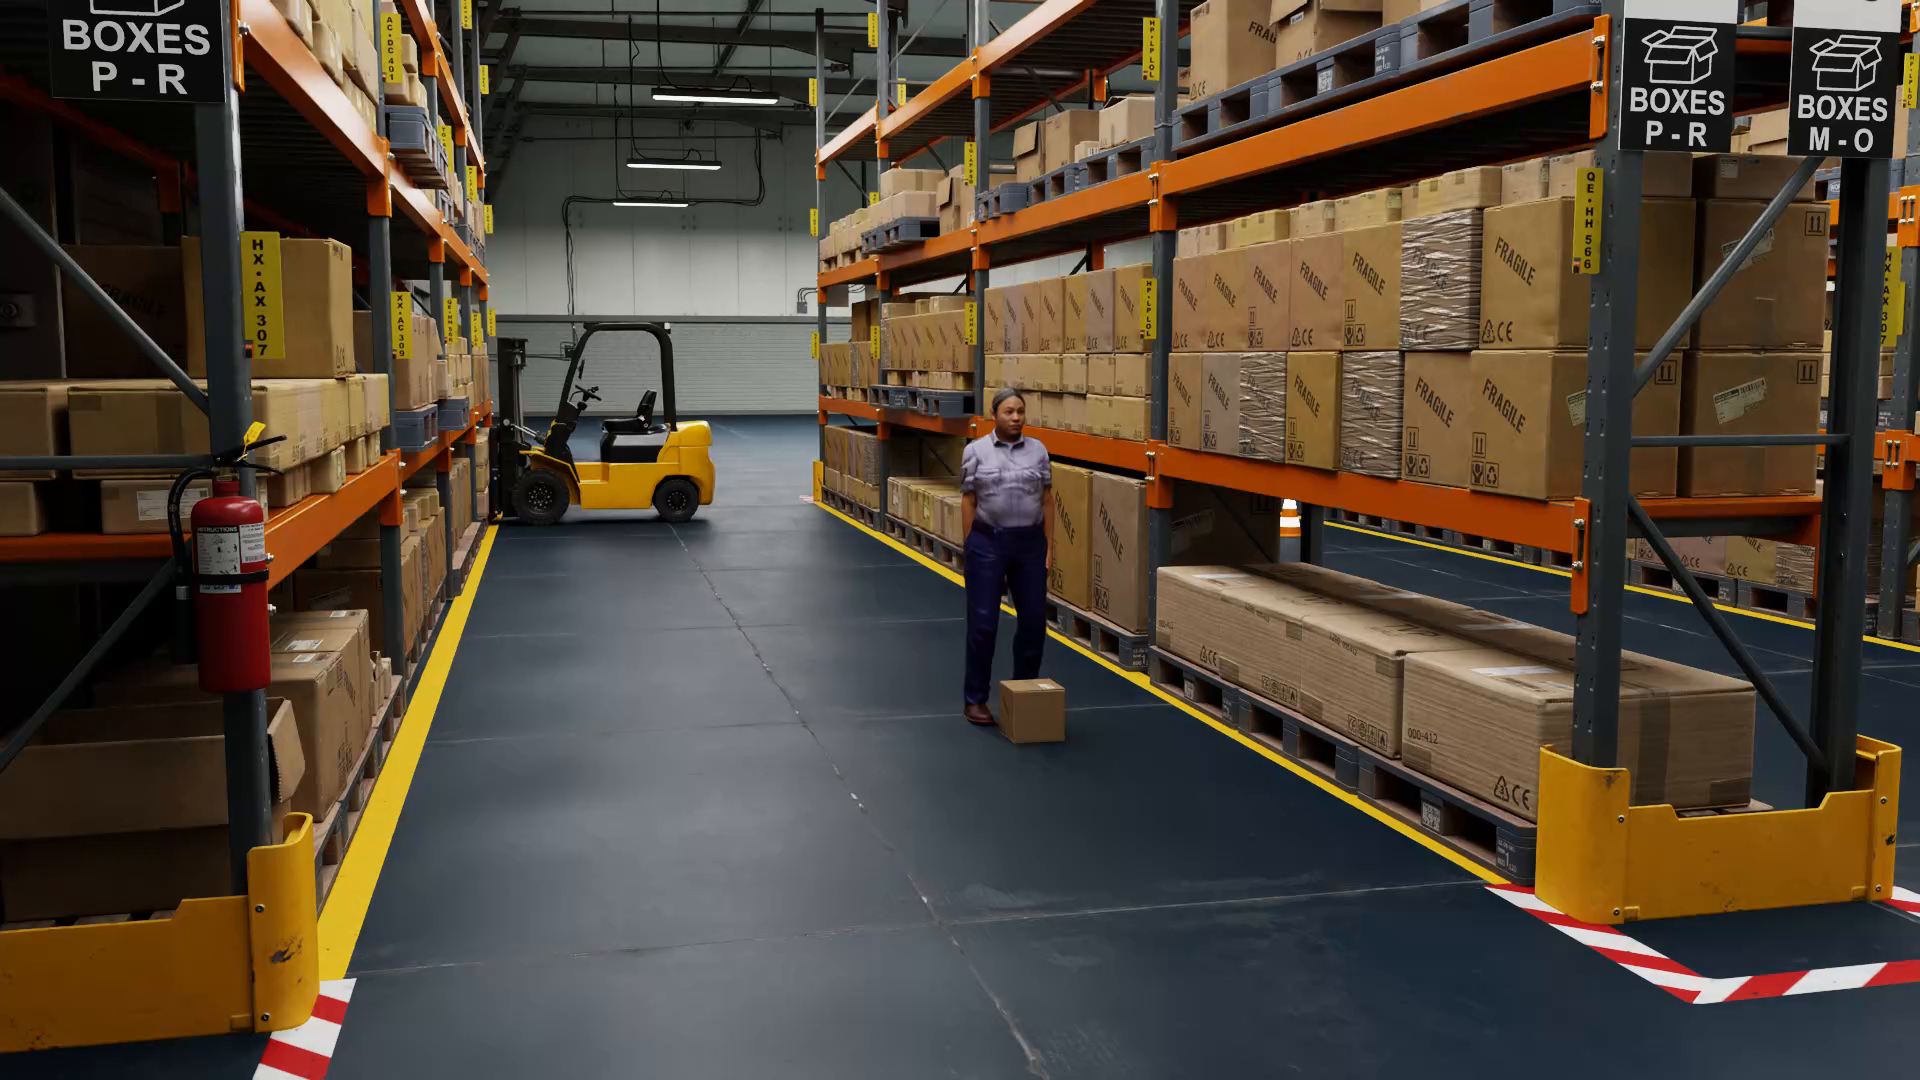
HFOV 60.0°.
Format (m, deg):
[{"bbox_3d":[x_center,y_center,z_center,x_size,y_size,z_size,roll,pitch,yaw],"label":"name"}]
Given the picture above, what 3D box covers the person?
[{"bbox_3d":[0.242,0.079,8.173,0.469,1.663,0.342,-1,6,-12],"label":"person"}]
